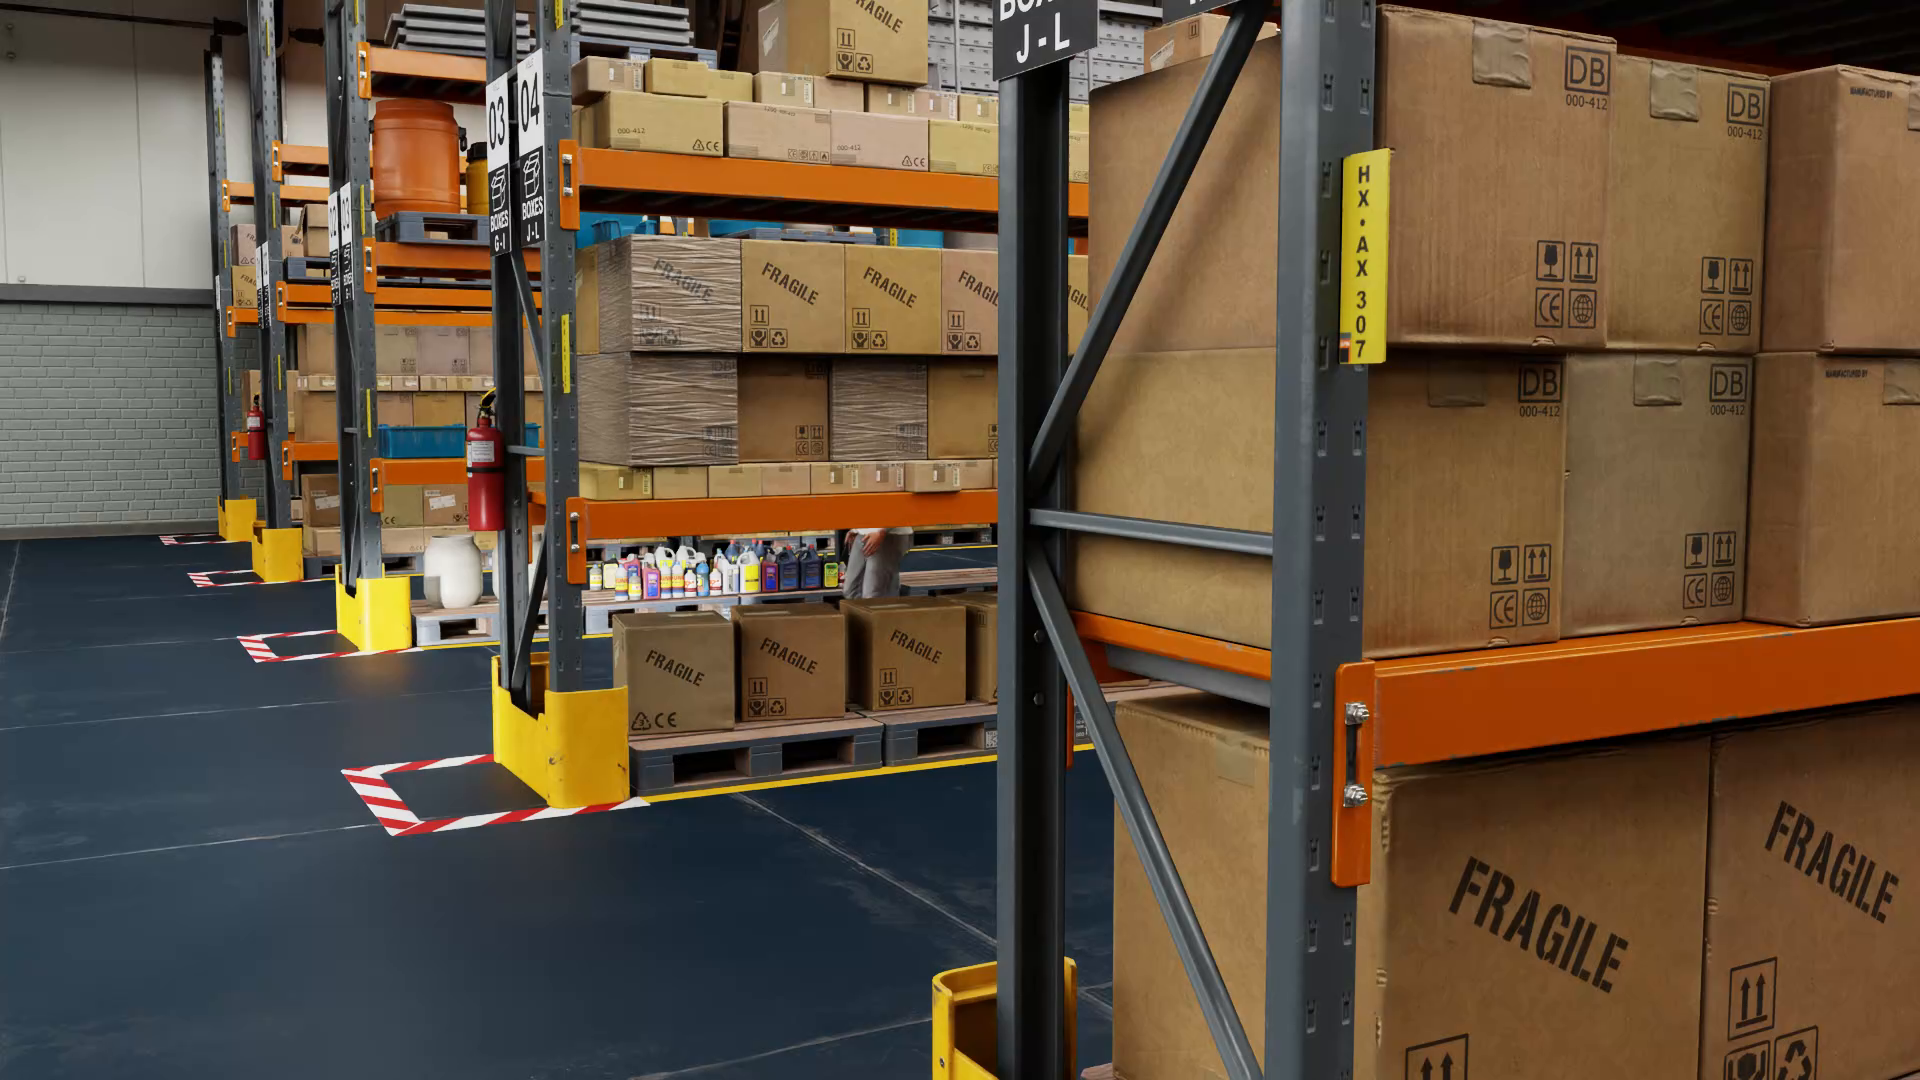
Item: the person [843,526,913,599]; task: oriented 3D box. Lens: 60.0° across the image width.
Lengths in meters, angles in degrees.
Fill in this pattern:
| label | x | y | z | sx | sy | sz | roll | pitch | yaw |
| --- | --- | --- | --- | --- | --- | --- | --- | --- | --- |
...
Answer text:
| label | x | y | z | sx | sy | sz | roll | pitch | yaw |
| --- | --- | --- | --- | --- | --- | --- | --- | --- | --- |
| person | -0.548 | -0.034 | 10.789 | 0.457 | 1.729 | 0.556 | -3 | 6 | -27 |
